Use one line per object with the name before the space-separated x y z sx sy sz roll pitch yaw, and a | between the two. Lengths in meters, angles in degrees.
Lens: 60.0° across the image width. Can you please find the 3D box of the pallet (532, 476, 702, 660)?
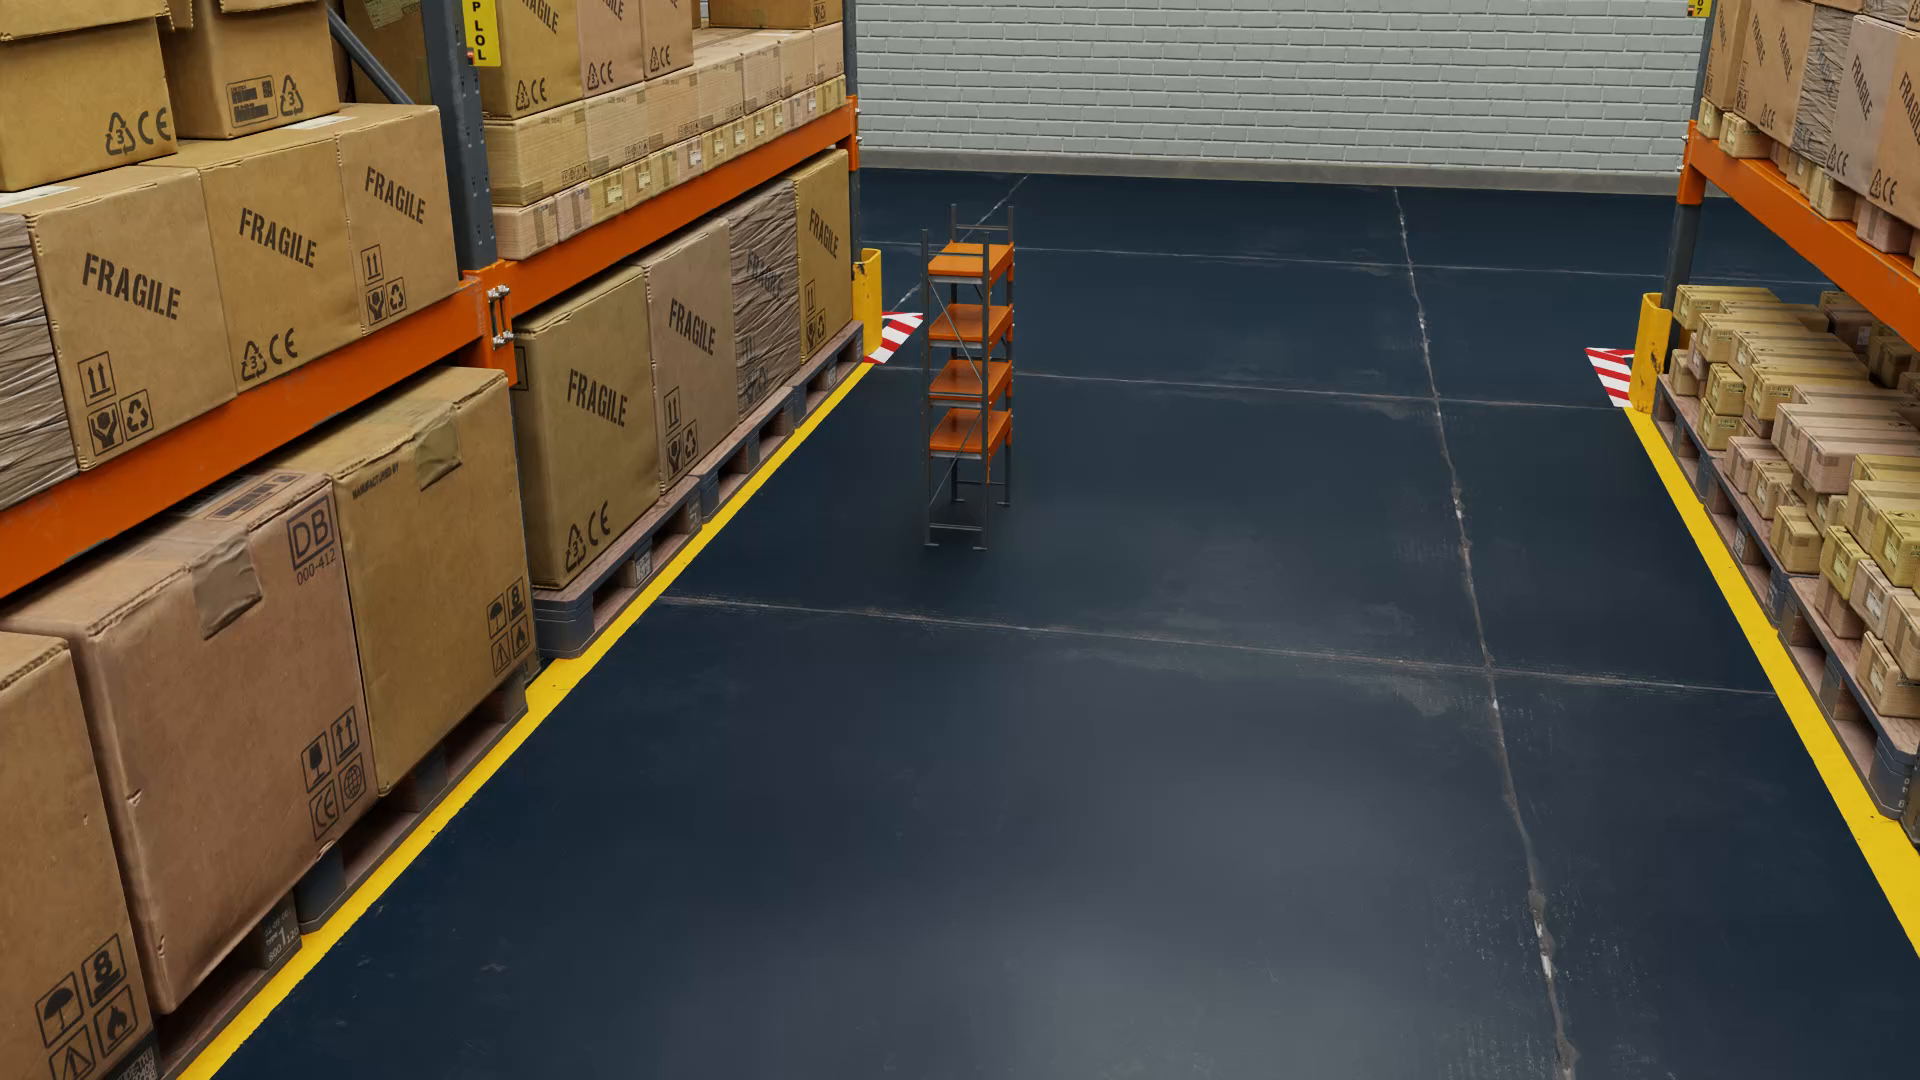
pallet | -1.605 0.035 5.983 1.003 0.211 1.213 4 22 11

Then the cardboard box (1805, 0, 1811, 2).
cardboard box | 3.238 -2.164 5.842 0.500 0.500 0.500 4 22 10

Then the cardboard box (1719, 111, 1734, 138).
cardboard box | 3.416 -1.728 6.964 0.380 0.149 0.250 5 23 13

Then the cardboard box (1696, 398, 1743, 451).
cardboard box | 3.217 -0.460 6.736 0.380 0.149 0.250 5 22 12

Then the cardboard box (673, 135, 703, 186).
cardboard box | -1.187 -1.426 6.216 0.380 0.149 0.250 5 22 12

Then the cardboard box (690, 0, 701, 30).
cardboard box | -1.485 -2.527 7.412 0.500 0.500 0.500 4 22 10

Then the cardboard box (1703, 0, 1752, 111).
cardboard box | 3.452 -2.075 6.959 0.500 0.500 0.500 6 23 13

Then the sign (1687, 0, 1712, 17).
sign | 3.283 -2.477 7.329 0.100 0.325 0.005 4 22 11

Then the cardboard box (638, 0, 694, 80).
cardboard box | -1.279 -1.928 5.924 0.500 0.500 0.500 4 22 9

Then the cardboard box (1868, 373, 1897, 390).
cardboard box | 3.726 -0.549 6.557 0.380 0.149 0.250 4 22 10

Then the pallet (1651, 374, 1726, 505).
pallet | 3.598 -0.418 7.109 1.003 0.211 1.213 4 22 11

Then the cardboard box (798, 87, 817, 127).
cardboard box | -0.875 -1.990 7.615 0.380 0.149 0.250 5 22 11

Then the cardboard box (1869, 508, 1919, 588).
cardboard box | 2.829 0.034 4.711 0.380 0.149 0.250 5 22 12

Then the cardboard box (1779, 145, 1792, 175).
cardboard box | 3.311 -1.431 6.227 0.380 0.149 0.250 4 22 10

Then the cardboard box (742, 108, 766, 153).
cardboard box | -1.030 -1.708 6.917 0.380 0.149 0.250 5 22 11

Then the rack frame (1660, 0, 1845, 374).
rack frame | 3.814 -2.034 7.388 1.000 3.000 0.127 4 22 11

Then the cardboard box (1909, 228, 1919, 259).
cardboard box | 3.006 -0.861 4.814 0.380 0.149 0.250 4 22 9

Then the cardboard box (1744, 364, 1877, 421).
cardboard box | 3.126 -0.534 6.121 0.380 0.149 0.250 5 22 12

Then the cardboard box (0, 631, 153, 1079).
cardboard box | -2.303 0.691 2.903 1.225 0.875 0.875 5 22 11

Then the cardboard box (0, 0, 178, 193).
cardboard box | -2.111 -1.013 3.378 0.797 0.503 0.637 5 22 12

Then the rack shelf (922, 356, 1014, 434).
rack shelf | 0.034 -0.555 6.305 0.258 0.148 0.480 4 22 11

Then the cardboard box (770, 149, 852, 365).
cardboard box | -1.073 -1.418 8.141 0.875 0.875 0.875 4 22 11

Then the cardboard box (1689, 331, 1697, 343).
cardboard box | 3.456 -0.872 7.360 0.380 0.149 0.250 5 23 13

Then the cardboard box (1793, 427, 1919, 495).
cardboard box | 2.967 -0.252 5.422 0.380 0.149 0.250 3 22 8

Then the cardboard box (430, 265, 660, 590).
cardboard box | -1.624 -0.430 5.689 0.875 0.875 0.875 4 22 11

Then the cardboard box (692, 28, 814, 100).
cardboard box | -0.964 -2.134 7.440 0.500 0.250 0.500 4 22 10

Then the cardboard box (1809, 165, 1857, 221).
cardboard box | 3.076 -1.154 5.540 0.380 0.149 0.250 5 22 12

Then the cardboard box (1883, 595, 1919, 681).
cardboard box | 2.751 0.279 4.501 0.380 0.149 0.250 5 22 12

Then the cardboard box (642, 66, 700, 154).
cardboard box | -1.278 -1.578 6.058 0.500 0.250 0.500 5 22 12

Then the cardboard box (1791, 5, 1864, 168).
cardboard box | 3.158 -1.512 5.561 0.500 0.500 0.500 4 22 10

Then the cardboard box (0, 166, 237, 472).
cardboard box | -1.873 -0.468 3.368 0.500 0.500 0.500 4 22 10

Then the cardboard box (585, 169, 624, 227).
cardboard box | -1.344 -1.145 5.517 0.380 0.149 0.250 5 23 13

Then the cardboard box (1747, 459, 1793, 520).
cardboard box | 3.091 -0.172 6.020 0.380 0.149 0.250 4 22 11

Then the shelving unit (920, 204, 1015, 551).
shelving unit | 0.034 -0.617 6.280 0.258 1.200 0.503 4 22 11

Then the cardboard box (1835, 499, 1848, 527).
cardboard box | 2.979 -0.004 5.205 0.380 0.149 0.250 5 22 11

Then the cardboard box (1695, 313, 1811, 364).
cardboard box | 3.259 -0.824 6.842 0.380 0.149 0.250 4 22 11

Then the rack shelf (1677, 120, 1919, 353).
rack shelf | 3.406 -0.969 5.706 1.077 0.370 4.000 4 22 11

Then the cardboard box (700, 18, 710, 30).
cardboard box | -1.383 -2.362 8.007 0.500 0.250 0.500 4 22 9

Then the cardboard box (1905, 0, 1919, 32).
cardboard box | 2.930 -1.601 4.443 0.500 0.500 0.500 4 22 9

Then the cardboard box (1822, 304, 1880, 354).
cardboard box | 3.847 -0.882 6.985 0.380 0.149 0.250 5 22 12

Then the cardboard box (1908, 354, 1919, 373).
cardboard box | 3.803 -0.585 6.248 0.380 0.149 0.250 5 23 13

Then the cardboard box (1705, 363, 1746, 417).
cardboard box | 3.223 -0.594 6.670 0.380 0.149 0.250 5 23 13

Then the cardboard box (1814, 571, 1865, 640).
cardboard box | 2.870 0.197 5.103 0.380 0.149 0.250 4 22 9

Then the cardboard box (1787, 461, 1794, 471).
cardboard box | 3.182 -0.290 5.914 0.380 0.149 0.250 6 23 13

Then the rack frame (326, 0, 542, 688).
rack frame | -1.837 -0.986 4.787 1.000 3.000 0.127 4 22 11

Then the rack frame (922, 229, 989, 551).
rack frame | -0.016 -0.528 6.058 0.240 1.200 0.015 4 22 11
